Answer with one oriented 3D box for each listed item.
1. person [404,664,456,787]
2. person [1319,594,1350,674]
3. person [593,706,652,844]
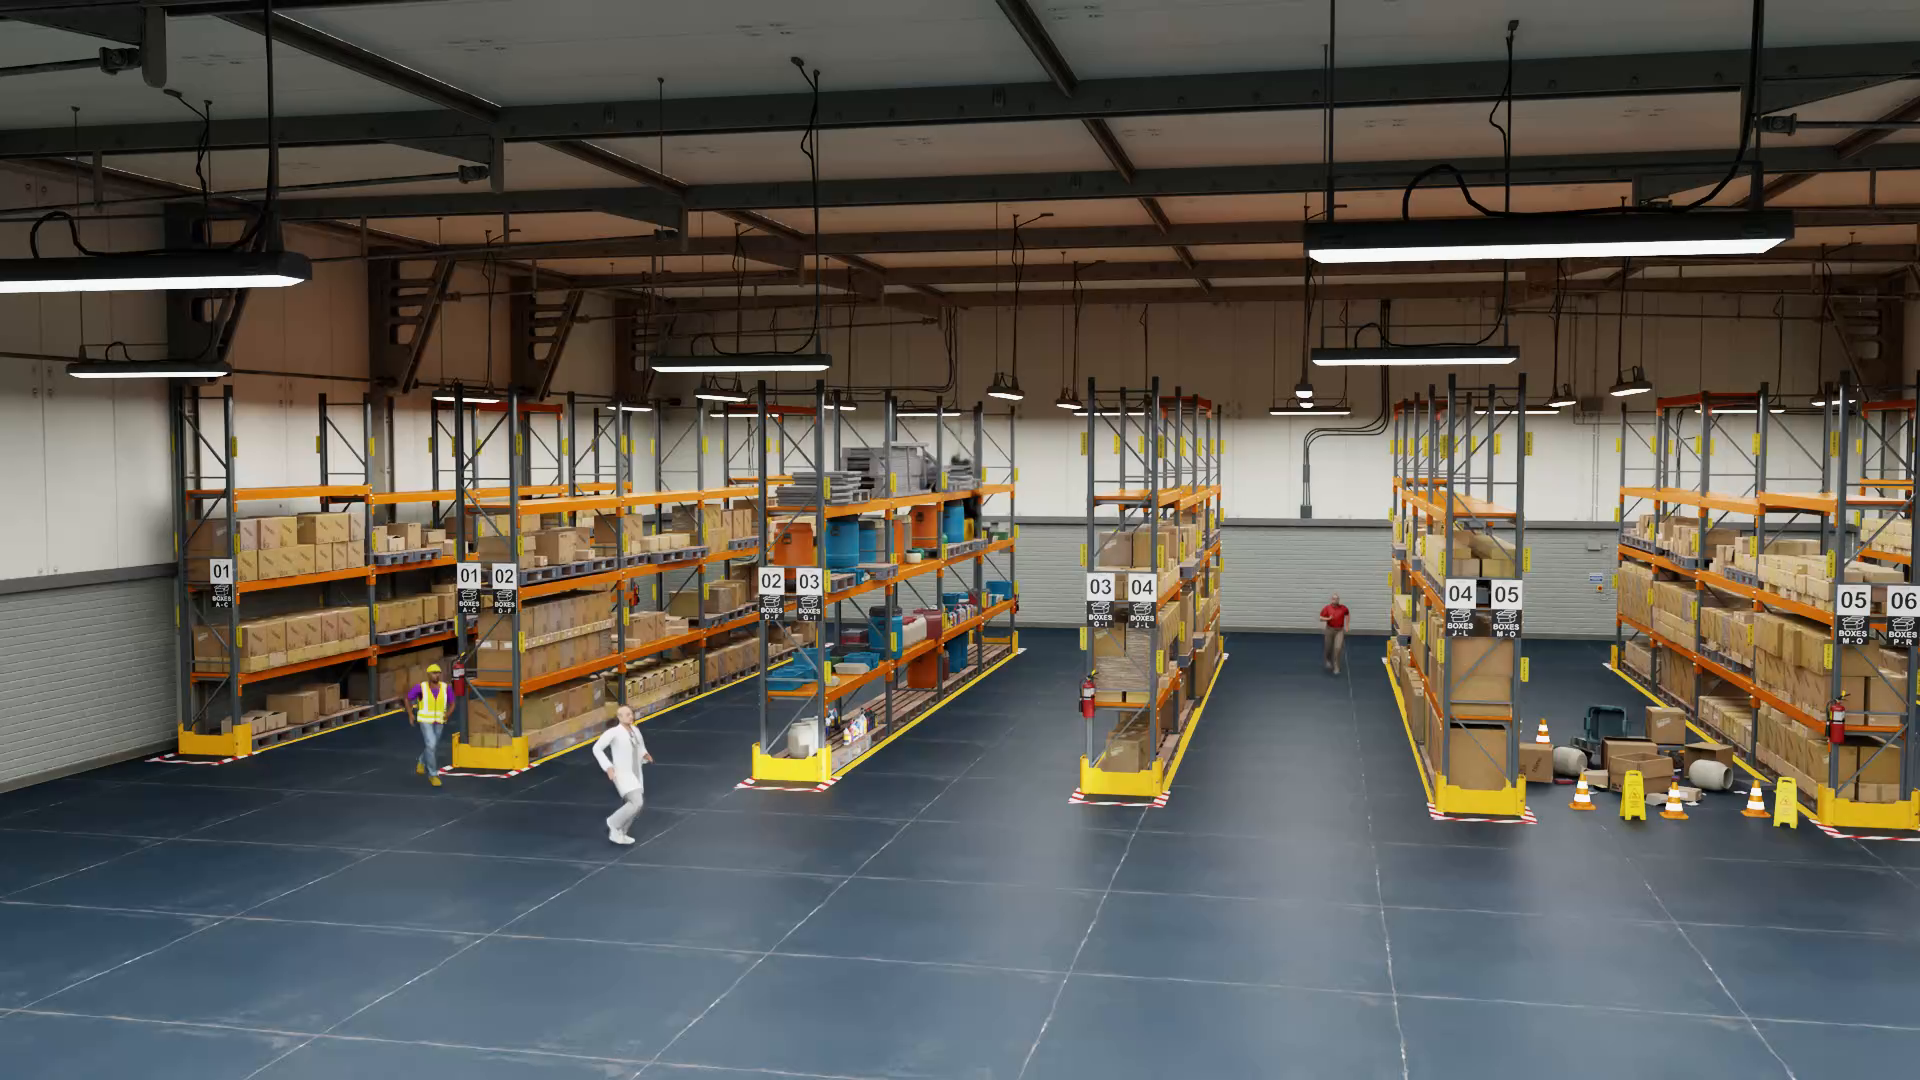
[{"bbox_3d":[-7.883,2.737,24.878,0.710,1.759,0.923,-3,4,-39],"label":"person"},{"bbox_3d":[8.278,2.054,36.764,0.667,1.723,0.985,1,3,11],"label":"person"},{"bbox_3d":[-4.143,2.955,20.819,0.672,1.740,0.690,2,4,28],"label":"person"}]
